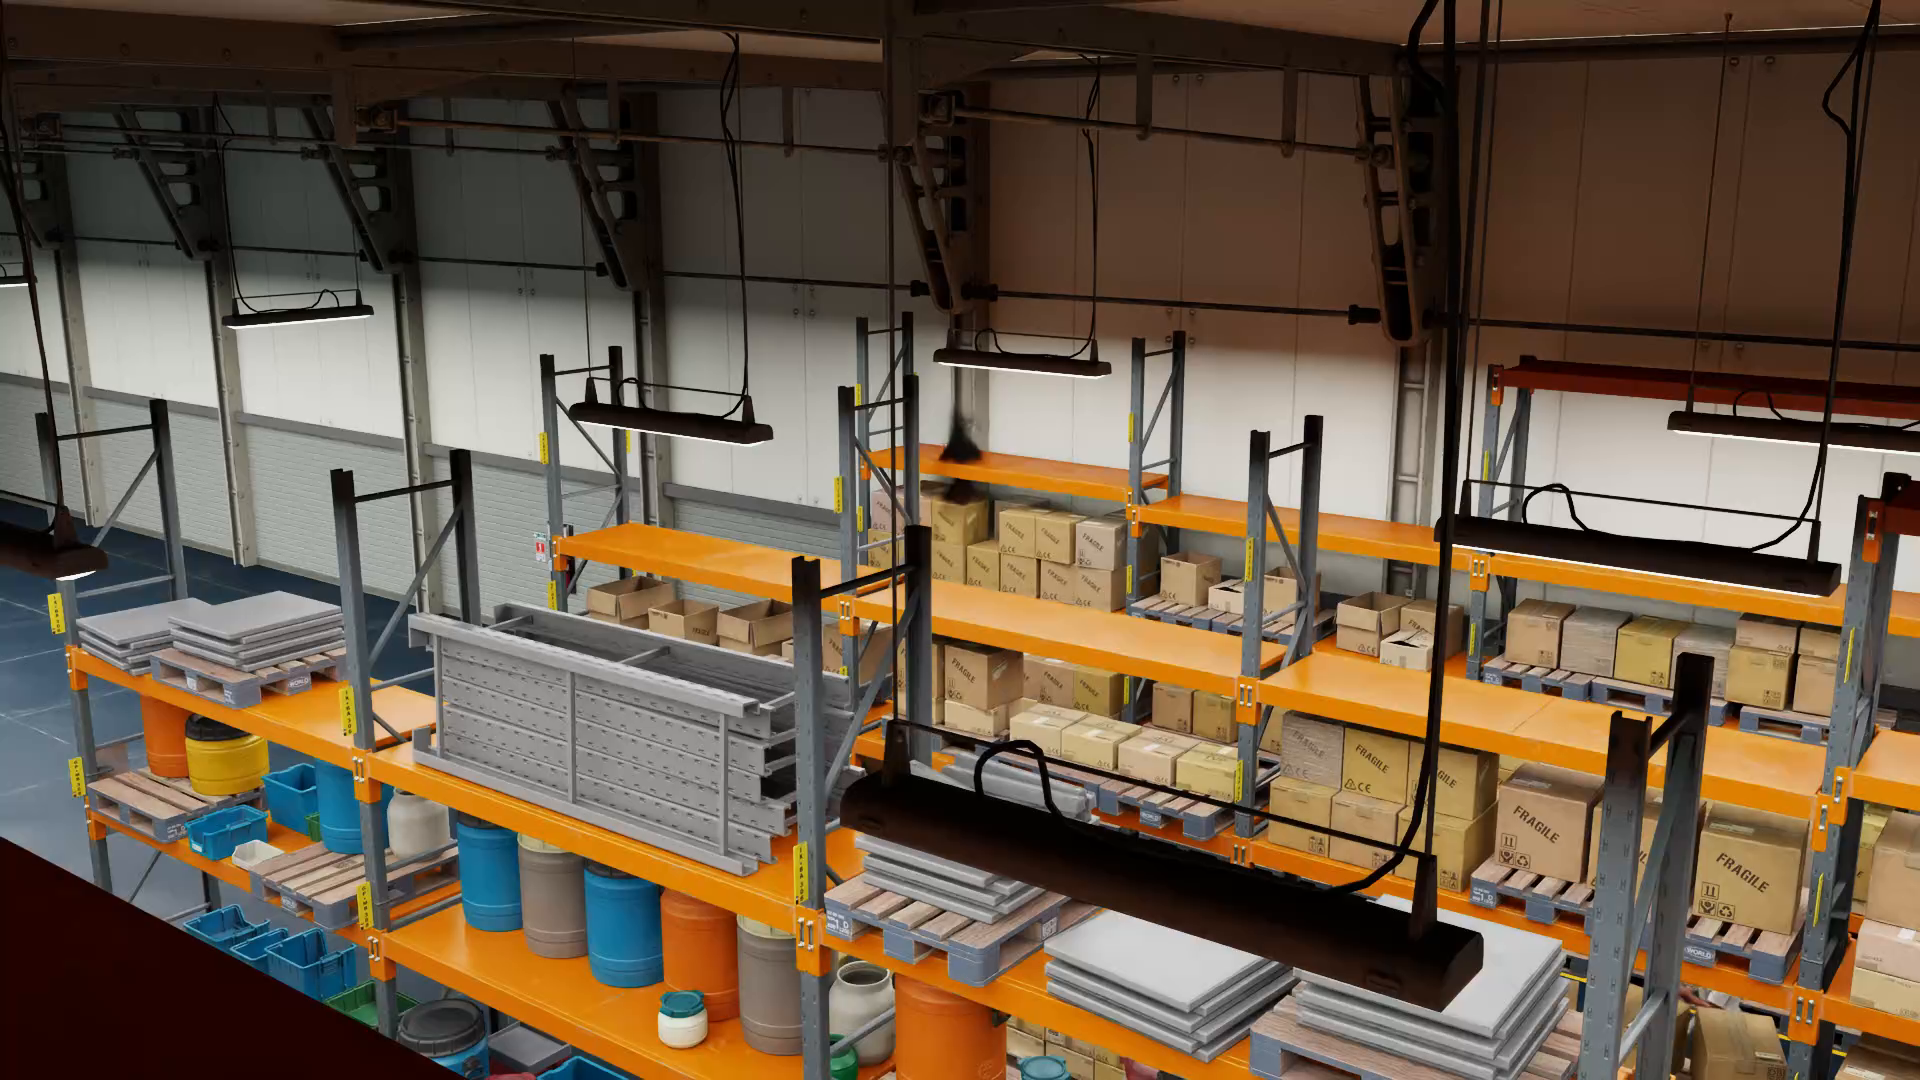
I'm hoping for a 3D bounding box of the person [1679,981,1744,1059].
[{"bbox_3d":[6.328,4.046,13.939,0.725,1.789,0.674,7,15,27],"label":"person"}]
